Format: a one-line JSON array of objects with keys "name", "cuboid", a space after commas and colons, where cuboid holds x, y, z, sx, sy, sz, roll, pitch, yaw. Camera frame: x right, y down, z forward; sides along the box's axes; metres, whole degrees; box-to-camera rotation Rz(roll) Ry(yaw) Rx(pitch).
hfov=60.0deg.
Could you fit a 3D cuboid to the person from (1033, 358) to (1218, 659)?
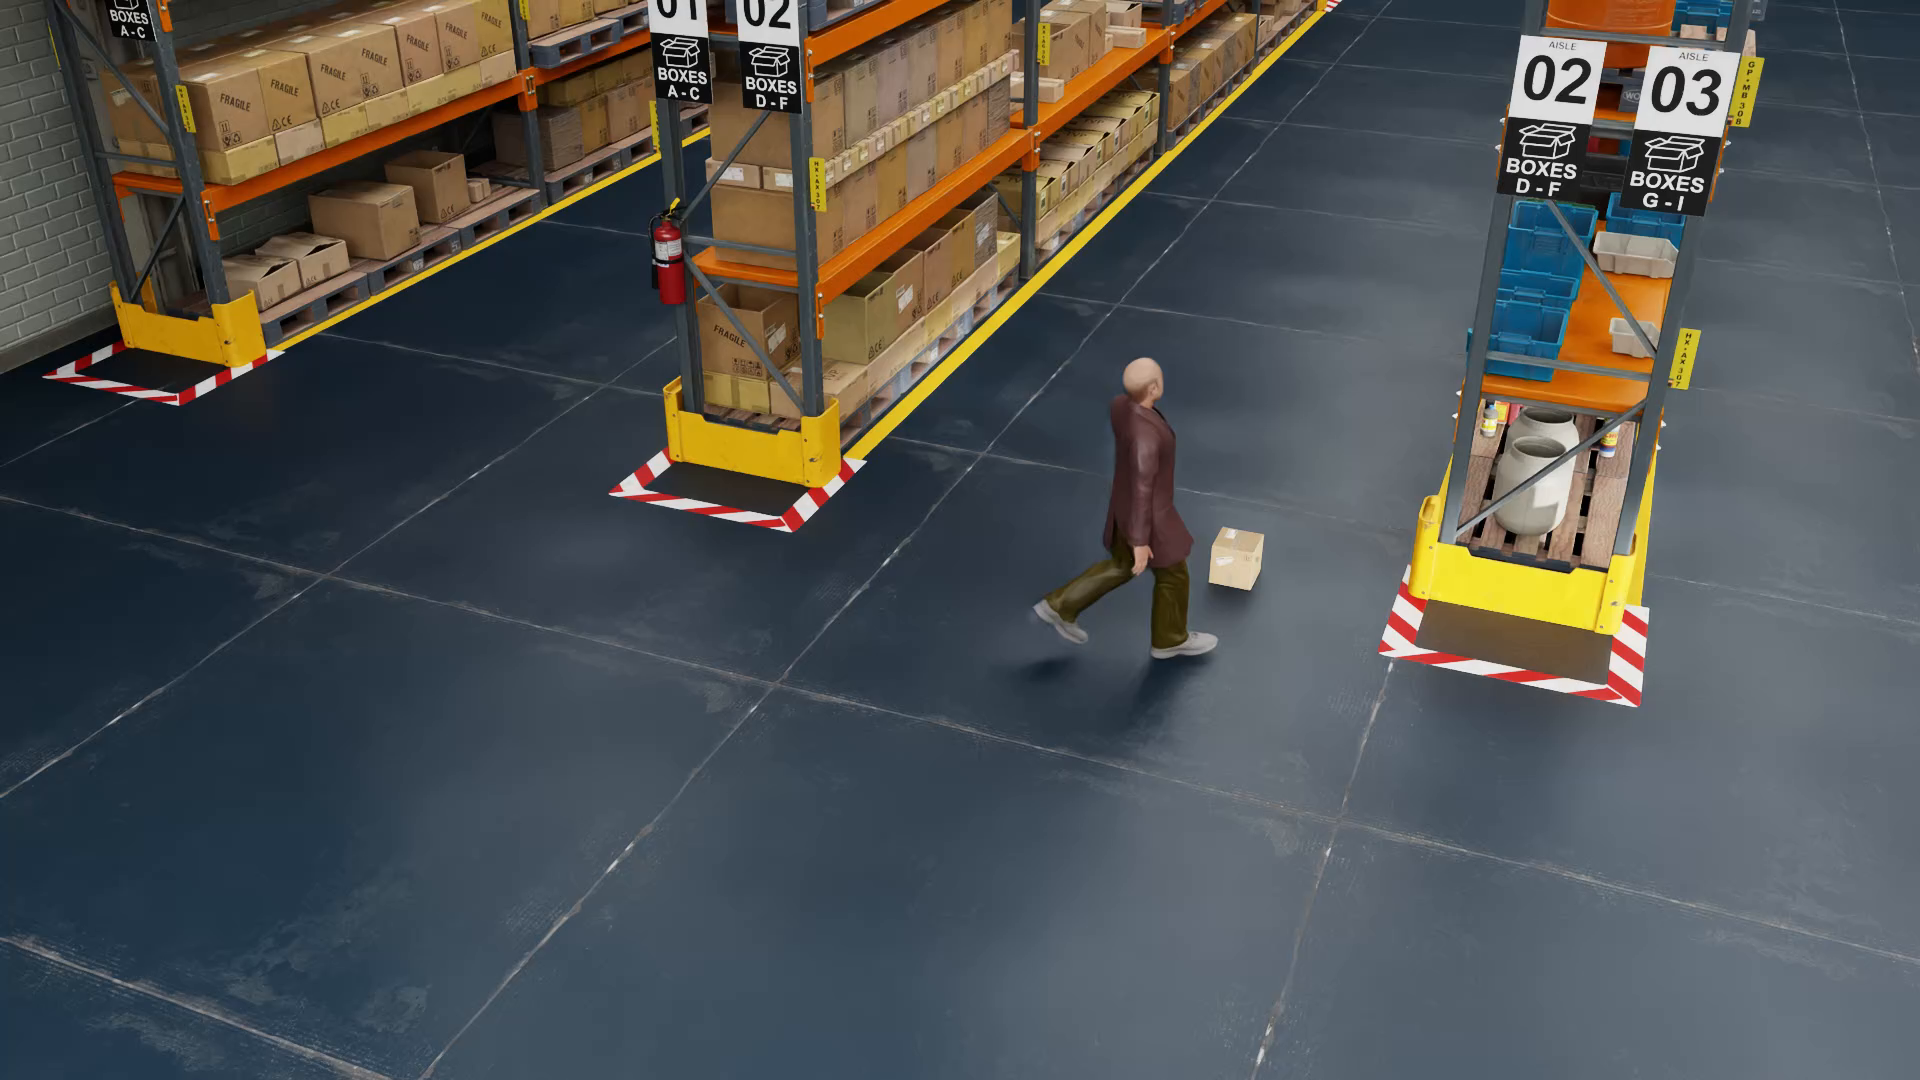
[{"name": "person", "cuboid": [0.905, -0.139, 8.673, 0.994, 1.745, 0.661, -6, 30, -11]}]
